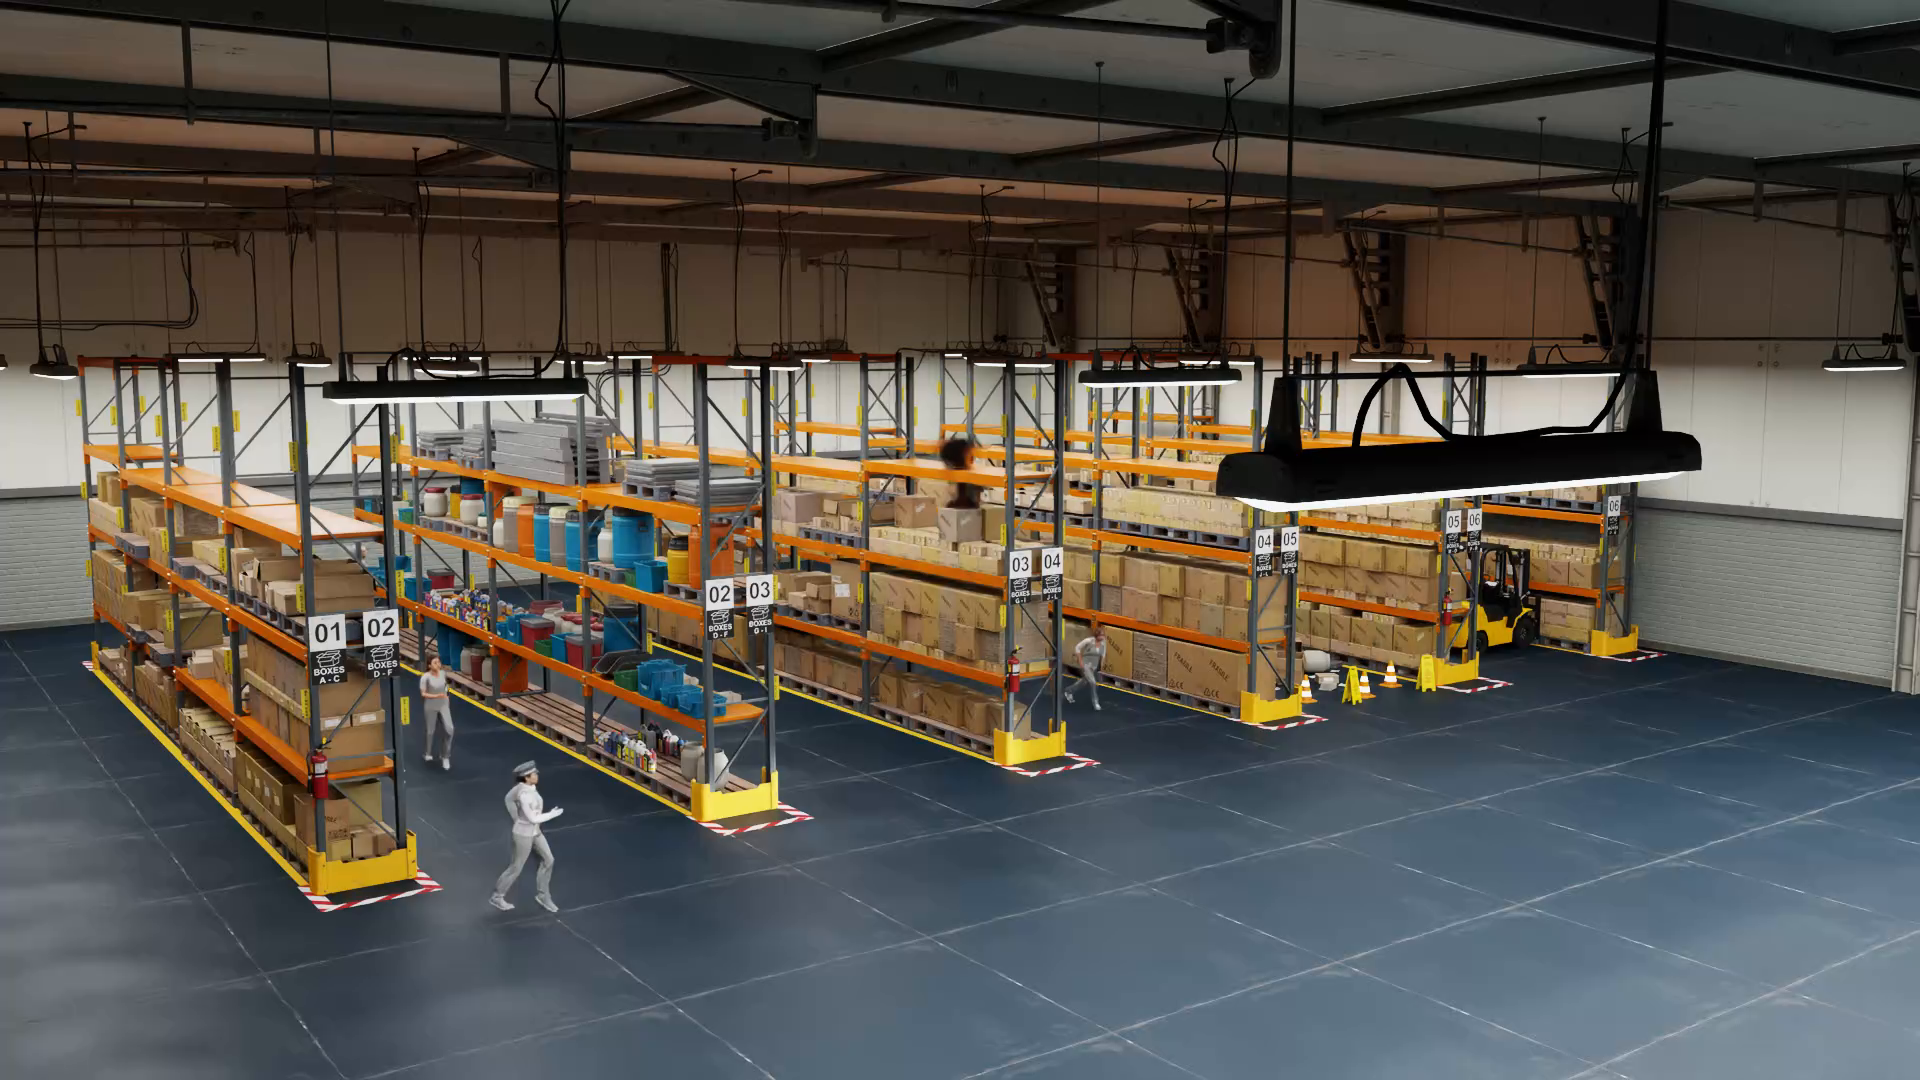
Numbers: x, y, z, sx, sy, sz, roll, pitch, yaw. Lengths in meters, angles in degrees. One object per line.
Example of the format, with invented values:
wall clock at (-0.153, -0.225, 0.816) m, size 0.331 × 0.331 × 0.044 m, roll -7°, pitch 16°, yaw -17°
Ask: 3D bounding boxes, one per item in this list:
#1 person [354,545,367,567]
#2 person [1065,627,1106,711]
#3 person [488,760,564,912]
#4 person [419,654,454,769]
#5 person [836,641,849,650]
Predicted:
person at (-13.133, 0.992, 36.446) m, size 1.008 × 1.767 × 0.709 m, roll 0°, pitch 7°, yaw -4°
person at (2.168, 2.175, 28.558) m, size 0.532 × 1.478 × 0.935 m, roll -5°, pitch 8°, yaw -33°
person at (-4.779, 3.282, 18.299) m, size 0.832 × 1.746 × 0.559 m, roll -1°, pitch 7°, yaw -5°
person at (-7.754, 2.531, 24.588) m, size 0.512 × 1.709 × 0.818 m, roll -6°, pitch 9°, yaw -41°
person at (-2.237, 1.509, 32.577) m, size 0.647 × 1.754 × 0.655 m, roll -6°, pitch 9°, yaw -38°
